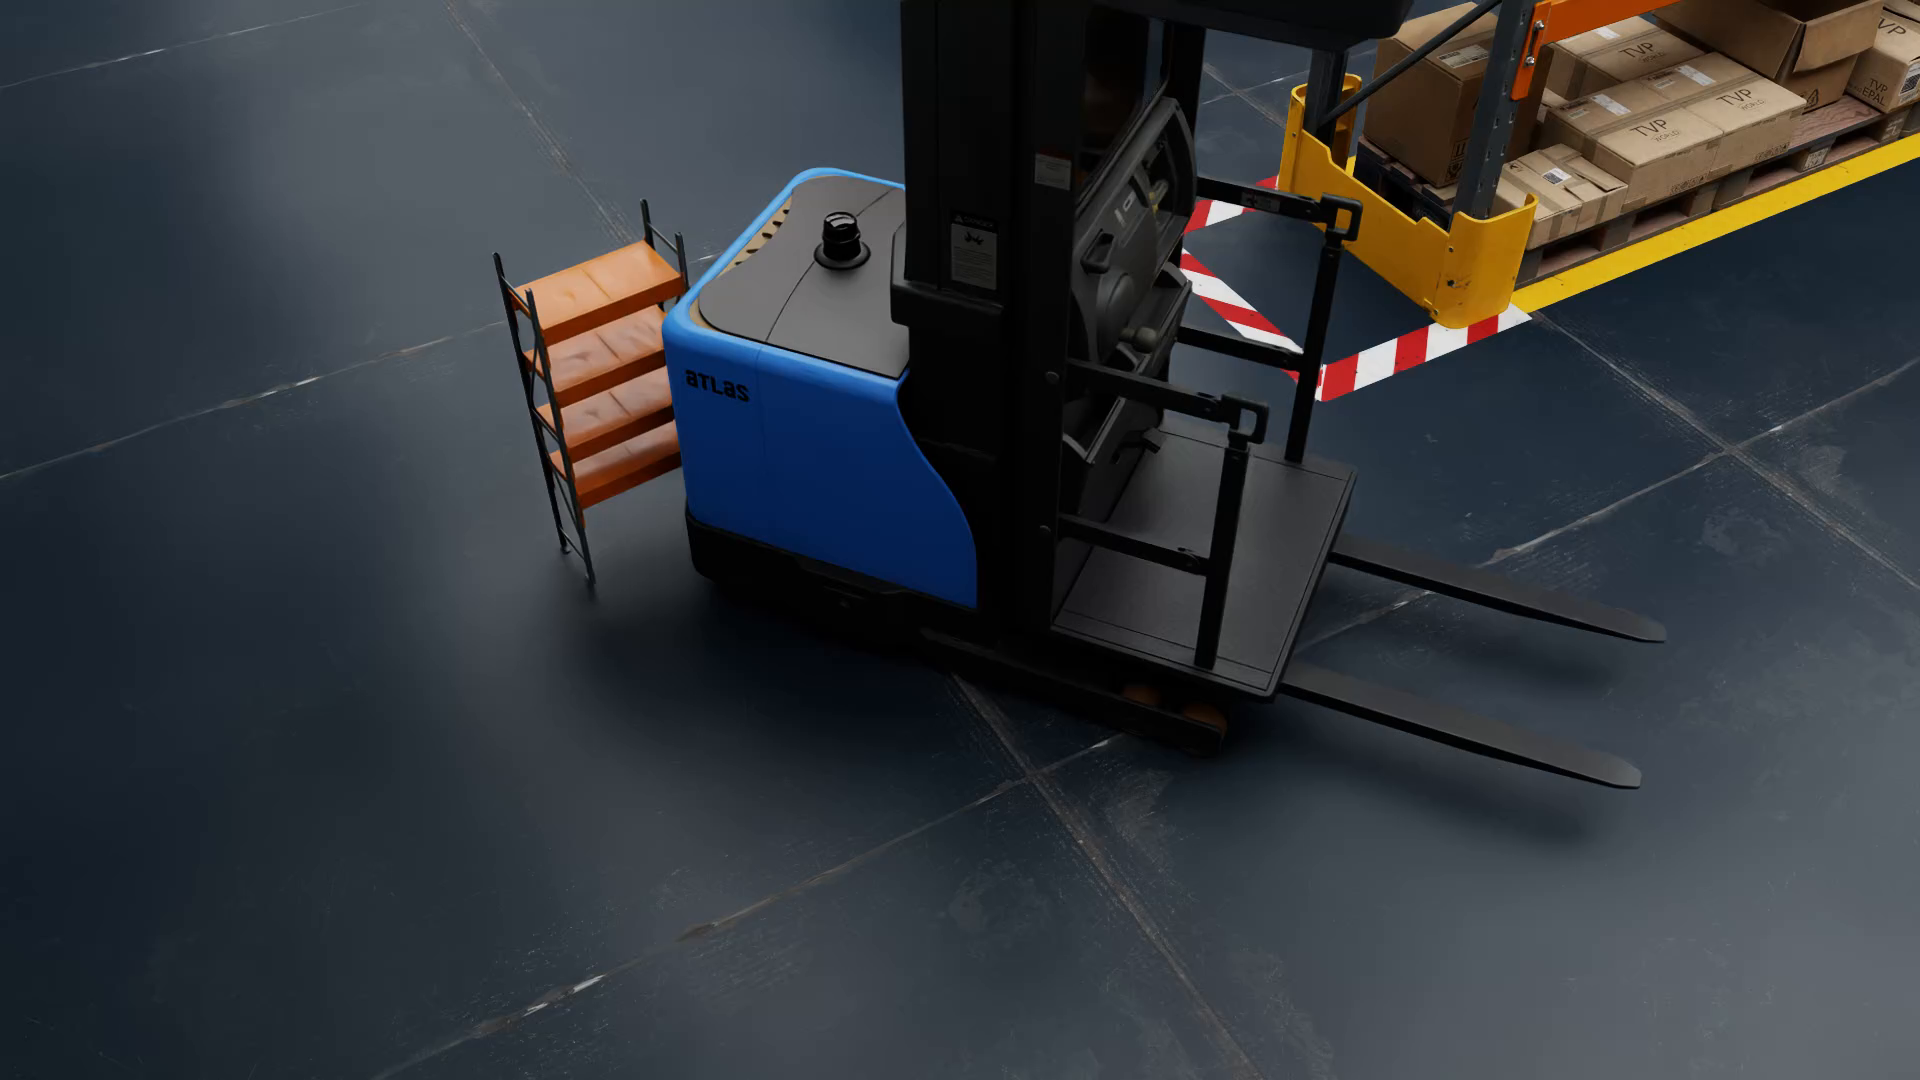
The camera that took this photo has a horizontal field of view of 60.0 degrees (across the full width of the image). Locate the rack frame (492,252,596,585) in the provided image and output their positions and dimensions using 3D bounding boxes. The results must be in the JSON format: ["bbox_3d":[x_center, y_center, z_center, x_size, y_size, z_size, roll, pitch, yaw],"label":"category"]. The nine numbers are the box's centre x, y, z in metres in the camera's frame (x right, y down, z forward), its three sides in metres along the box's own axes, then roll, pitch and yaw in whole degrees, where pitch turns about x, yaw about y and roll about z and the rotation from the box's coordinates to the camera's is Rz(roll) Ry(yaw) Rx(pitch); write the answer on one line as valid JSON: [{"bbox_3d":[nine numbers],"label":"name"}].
[{"bbox_3d":[-1.302,-0.350,5.249,0.015,1.200,0.240,-27,50,-25],"label":"rack frame"}]

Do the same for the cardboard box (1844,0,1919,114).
[{"bbox_3d":[4.204,-2.236,7.515,0.500,0.311,0.500,-22,48,-21],"label":"cardboard box"}]

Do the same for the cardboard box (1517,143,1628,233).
[{"bbox_3d":[2.490,-1.450,6.808,0.250,0.166,0.380,-22,48,-21],"label":"cardboard box"}]

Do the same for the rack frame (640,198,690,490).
[{"bbox_3d":[-0.906,-0.549,5.454,0.015,1.200,0.240,-27,50,-25],"label":"rack frame"}]

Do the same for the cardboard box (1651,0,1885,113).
[{"bbox_3d":[3.580,-2.279,7.421,0.637,0.503,0.797,-22,48,-21],"label":"cardboard box"}]

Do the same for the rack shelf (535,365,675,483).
[{"bbox_3d":[-1.104,-0.401,5.398,0.480,0.148,0.258,-27,50,-25],"label":"rack shelf"}]

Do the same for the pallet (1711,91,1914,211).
[{"bbox_3d":[3.552,-2.007,7.667,1.213,0.211,1.003,-22,48,-21],"label":"pallet"}]

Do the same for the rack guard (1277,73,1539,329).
[{"bbox_3d":[1.805,-1.413,6.847,0.348,0.500,1.175,-22,48,-21],"label":"rack guard"}]

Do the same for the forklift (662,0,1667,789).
[{"bbox_3d":[0.667,-0.820,4.490,3.031,2.935,1.130,17,47,16],"label":"forklift"}]

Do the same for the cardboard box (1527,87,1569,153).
[{"bbox_3d":[2.483,-1.849,7.220,0.250,0.166,0.380,-22,48,-21],"label":"cardboard box"}]

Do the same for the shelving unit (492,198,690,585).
[{"bbox_3d":[-1.104,-0.449,5.352,0.503,1.200,0.258,-27,50,-25],"label":"shelving unit"}]

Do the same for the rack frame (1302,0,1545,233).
[{"bbox_3d":[1.739,-2.284,5.950,0.127,3.000,1.000,-22,48,-21],"label":"rack frame"}]

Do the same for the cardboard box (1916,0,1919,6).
[{"bbox_3d":[4.854,-2.564,7.717,0.500,0.500,0.500,-22,48,-21],"label":"cardboard box"}]

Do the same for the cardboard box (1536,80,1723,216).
[{"bbox_3d":[2.785,-1.646,6.951,0.500,0.250,0.500,-22,48,-21],"label":"cardboard box"}]

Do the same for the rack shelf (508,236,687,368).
[{"bbox_3d":[-1.104,-0.731,5.078,0.480,0.148,0.258,-27,50,-25],"label":"rack shelf"}]

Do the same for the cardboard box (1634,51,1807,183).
[{"bbox_3d":[3.218,-1.819,7.129,0.500,0.250,0.500,-22,48,-21],"label":"cardboard box"}]

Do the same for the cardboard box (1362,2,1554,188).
[{"bbox_3d":[2.087,-1.882,7.015,0.500,0.500,0.500,-22,48,-21],"label":"cardboard box"}]

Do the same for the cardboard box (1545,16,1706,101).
[{"bbox_3d":[2.926,-2.104,7.423,0.500,0.250,0.500,-22,48,-21],"label":"cardboard box"}]

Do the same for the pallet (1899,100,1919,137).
[{"bbox_3d":[4.611,-2.433,8.106,1.213,0.211,1.003,-22,48,-21],"label":"pallet"}]

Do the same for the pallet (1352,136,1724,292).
[{"bbox_3d":[2.495,-1.587,7.234,1.213,0.211,1.003,-22,48,-21],"label":"pallet"}]

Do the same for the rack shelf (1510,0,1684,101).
[{"bbox_3d":[3.473,-2.720,6.915,4.000,0.370,1.077,-22,48,-21],"label":"rack shelf"}]

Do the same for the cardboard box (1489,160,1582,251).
[{"bbox_3d":[2.273,-1.357,6.725,0.250,0.149,0.380,-22,48,-21],"label":"cardboard box"}]

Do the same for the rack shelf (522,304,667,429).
[{"bbox_3d":[-1.104,-0.562,5.243,0.480,0.148,0.258,-27,50,-25],"label":"rack shelf"}]

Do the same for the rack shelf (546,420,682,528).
[{"bbox_3d":[-1.104,-0.259,5.537,0.480,0.148,0.258,-27,50,-25],"label":"rack shelf"}]
